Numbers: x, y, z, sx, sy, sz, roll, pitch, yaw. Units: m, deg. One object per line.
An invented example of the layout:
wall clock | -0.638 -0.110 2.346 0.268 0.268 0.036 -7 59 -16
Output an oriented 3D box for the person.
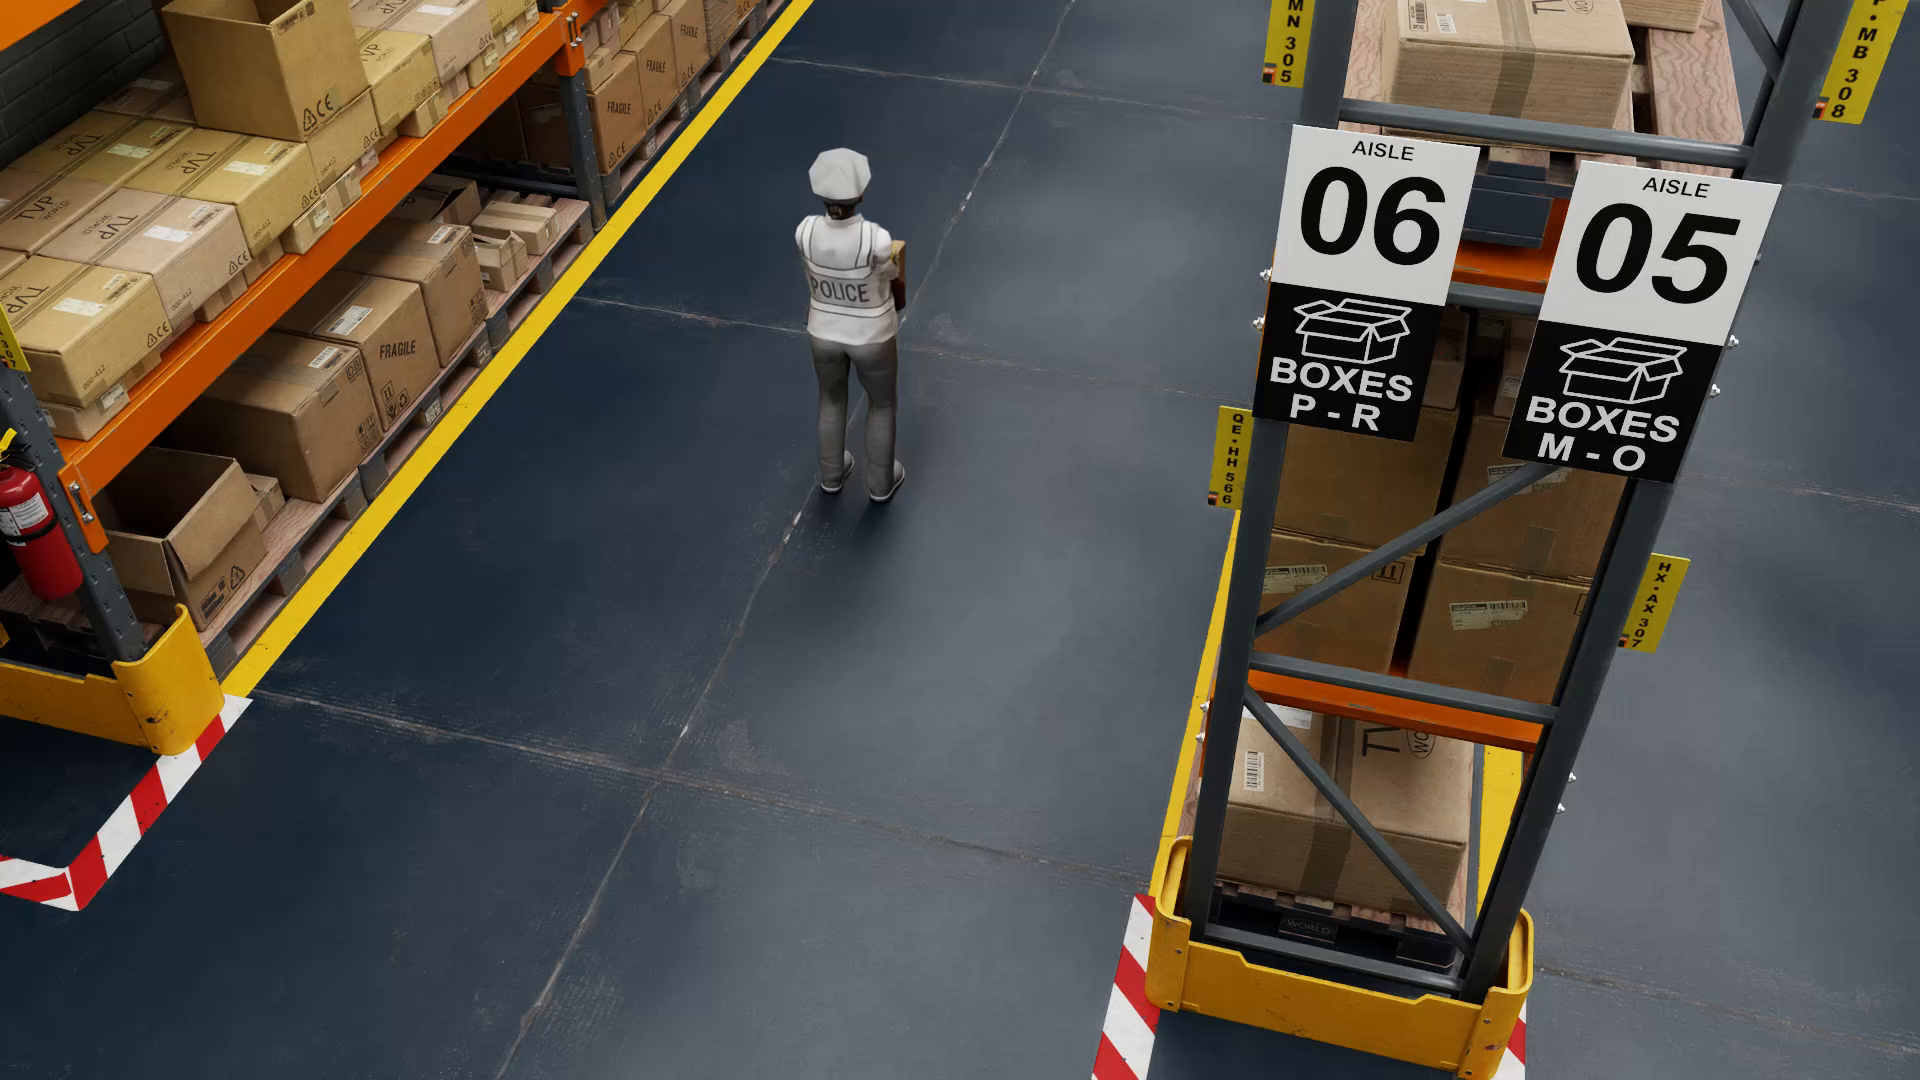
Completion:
person | -0.466 -0.899 7.168 0.427 1.691 0.338 10 42 11
